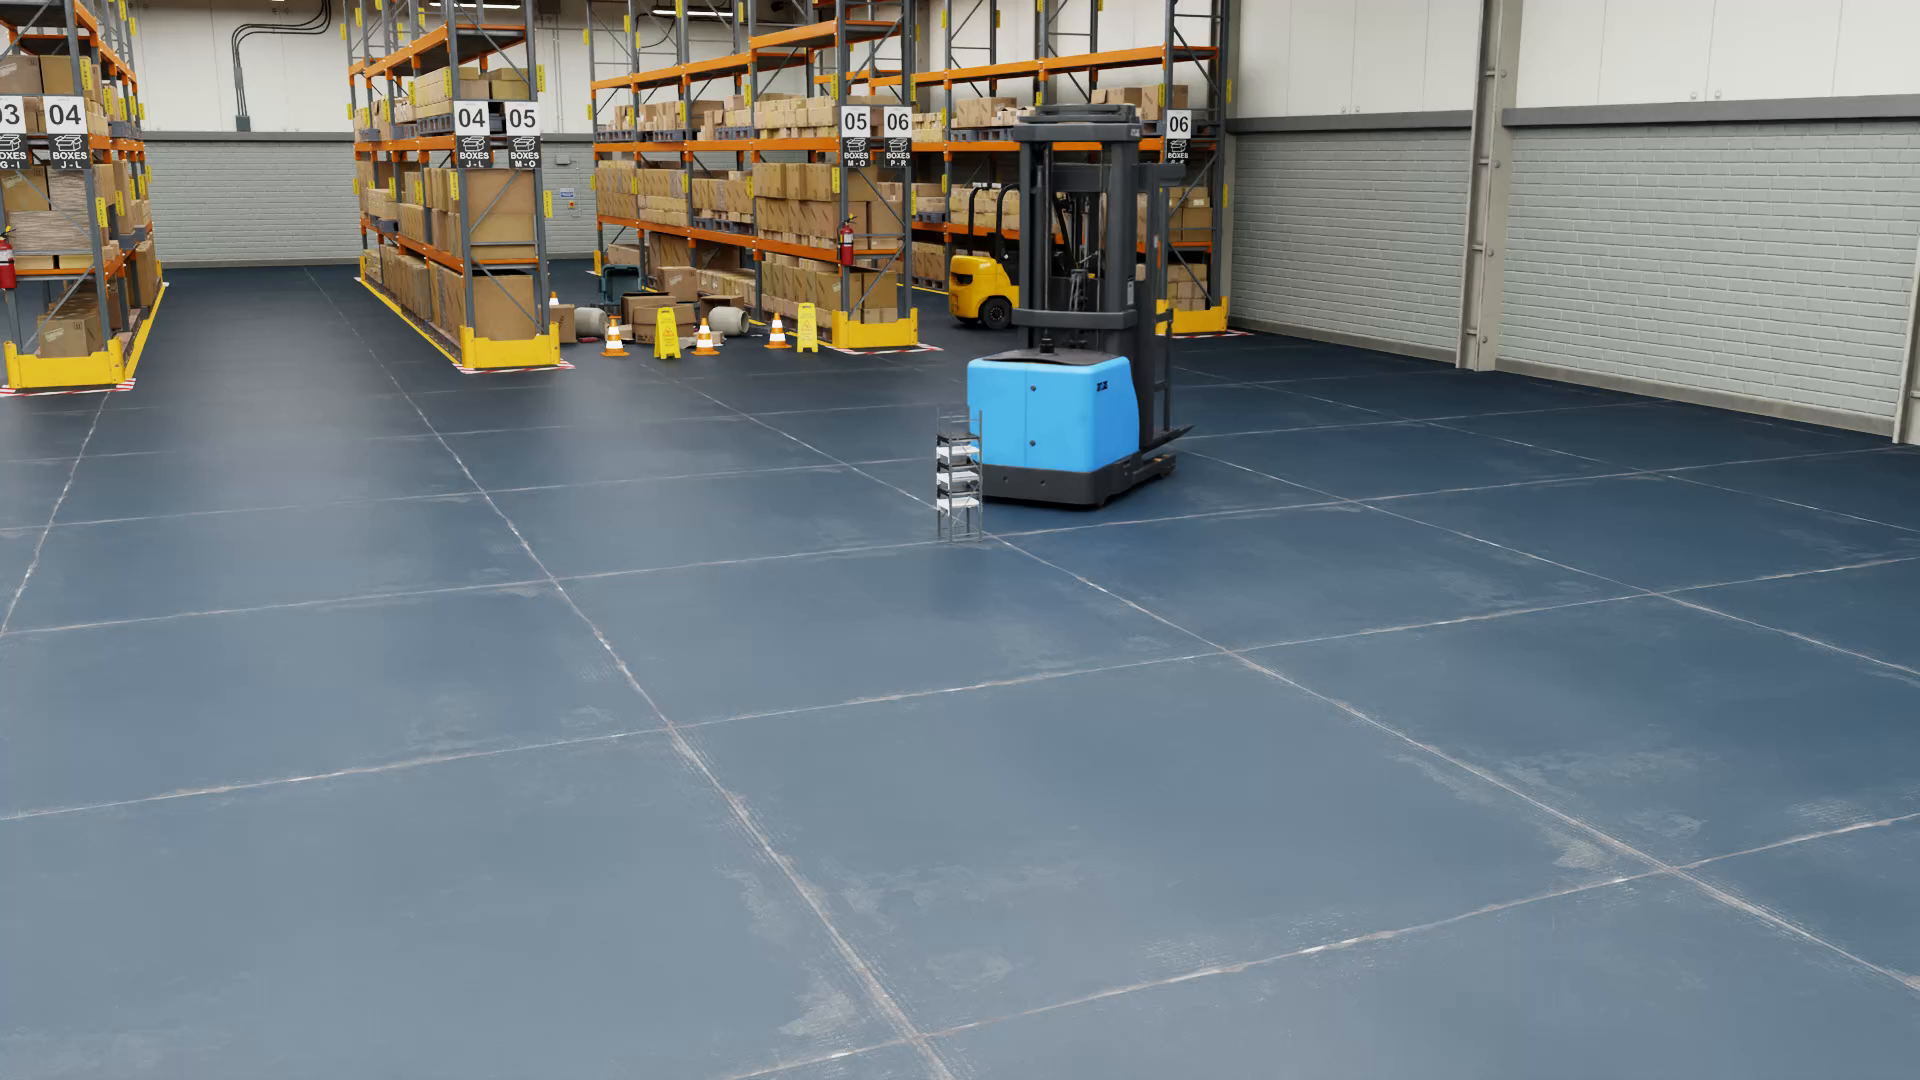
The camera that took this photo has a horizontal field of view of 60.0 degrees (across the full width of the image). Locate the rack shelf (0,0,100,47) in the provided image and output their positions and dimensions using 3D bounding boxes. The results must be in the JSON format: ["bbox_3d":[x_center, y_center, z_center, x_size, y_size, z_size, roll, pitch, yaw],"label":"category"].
[{"bbox_3d":[-11.023,-6.224,19.906,1.077,0.370,4.000,-6,14,-23],"label":"rack shelf"}]

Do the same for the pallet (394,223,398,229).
[{"bbox_3d":[-9.672,-5.631,29.475,1.003,0.211,1.213,-6,14,-23],"label":"pallet"}]

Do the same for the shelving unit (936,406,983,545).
[{"bbox_3d":[-0.003,-0.440,11.276,0.258,0.900,0.210,-6,14,-23],"label":"shelving unit"}]

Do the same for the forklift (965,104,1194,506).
[{"bbox_3d":[1.133,-1.967,13.370,1.130,2.935,3.031,6,14,25],"label":"forklift"}]

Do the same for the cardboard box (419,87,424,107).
[{"bbox_3d":[-7.097,-6.049,22.723,0.500,0.250,0.500,-6,14,-23],"label":"cardboard box"}]

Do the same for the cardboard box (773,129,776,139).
[{"bbox_3d":[-2.590,-6.113,25.036,0.380,0.149,0.250,-6,14,-23],"label":"cardboard box"}]

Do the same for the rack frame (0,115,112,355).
[{"bbox_3d":[-10.222,-3.240,18.715,1.000,3.000,0.127,-6,14,-23],"label":"rack frame"}]

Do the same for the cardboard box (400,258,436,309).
[{"bbox_3d":[-8.327,-4.114,26.551,1.050,0.750,0.750,-5,14,-22],"label":"cardboard box"}]

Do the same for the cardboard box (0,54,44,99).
[{"bbox_3d":[-11.075,-5.436,19.561,0.500,0.500,0.500,-6,14,-23],"label":"cardboard box"}]

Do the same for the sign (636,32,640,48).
[{"bbox_3d":[-7.048,-10.903,36.274,0.100,0.325,0.005,-6,14,-23],"label":"sign"}]

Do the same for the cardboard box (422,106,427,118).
[{"bbox_3d":[-7.101,-5.823,22.628,0.380,0.149,0.250,-6,14,-24],"label":"cardboard box"}]

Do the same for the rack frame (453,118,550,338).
[{"bbox_3d":[-5.637,-3.667,20.561,1.000,3.000,0.127,-6,14,-23],"label":"rack frame"}]

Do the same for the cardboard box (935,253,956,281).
[{"bbox_3d":[-0.167,-5.291,32.193,0.500,0.500,0.500,-5,14,-21],"label":"cardboard box"}]

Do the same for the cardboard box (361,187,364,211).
[{"bbox_3d":[-11.882,-6.940,33.822,0.500,0.500,0.500,-6,14,-23],"label":"cardboard box"}]

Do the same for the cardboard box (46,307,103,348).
[{"bbox_3d":[-10.961,-2.609,20.600,0.500,0.500,0.500,-4,14,-18],"label":"cardboard box"}]

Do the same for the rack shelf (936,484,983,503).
[{"bbox_3d":[-0.003,-0.320,11.303,0.258,0.077,0.200,-6,14,-23],"label":"rack shelf"}]

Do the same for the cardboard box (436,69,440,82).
[{"bbox_3d":[-6.390,-5.845,20.954,0.380,0.149,0.250,-5,14,-22],"label":"cardboard box"}]

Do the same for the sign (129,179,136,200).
[{"bbox_3d":[-12.933,-5.469,25.955,0.100,0.325,0.005,-6,14,-23],"label":"sign"}]

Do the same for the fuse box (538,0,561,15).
[{"bbox_3d":[-10.053,-13.056,40.730,0.513,0.334,0.176,-6,14,-23],"label":"fuse box"}]

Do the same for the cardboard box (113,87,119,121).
[{"bbox_3d":[-12.791,-6.465,24.669,0.500,0.500,0.500,-6,14,-23],"label":"cardboard box"}]

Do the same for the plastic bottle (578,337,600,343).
[{"bbox_3d":[-5.214,-2.818,23.411,0.283,0.061,0.133,-12,18,-42],"label":"plastic bottle"}]

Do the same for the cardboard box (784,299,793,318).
[{"bbox_3d":[-2.316,-3.461,24.840,0.500,0.250,0.500,-6,14,-24],"label":"cardboard box"}]

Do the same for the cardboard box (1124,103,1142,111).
[{"bbox_3d":[2.693,-6.429,24.989,0.396,0.266,0.258,-6,14,-23],"label":"cardboard box"}]

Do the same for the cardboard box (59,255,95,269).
[{"bbox_3d":[-10.118,-3.198,19.091,0.380,0.149,0.250,-6,14,-23],"label":"cardboard box"}]

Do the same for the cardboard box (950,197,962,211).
[{"bbox_3d":[0.131,-6.291,31.124,0.500,0.250,0.500,-6,14,-23],"label":"cardboard box"}]

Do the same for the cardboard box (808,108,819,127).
[{"bbox_3d":[-1.782,-5.855,23.035,0.500,0.250,0.500,-6,14,-24],"label":"cardboard box"}]

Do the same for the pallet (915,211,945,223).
[{"bbox_3d":[-0.136,-6.277,32.264,1.213,0.211,1.003,-6,14,-23],"label":"pallet"}]

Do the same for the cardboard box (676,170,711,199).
[{"bbox_3d":[-4.794,-6.407,29.960,0.500,0.500,0.500,-6,14,-24],"label":"cardboard box"}]

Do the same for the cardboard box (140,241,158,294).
[{"bbox_3d":[-14.755,-4.758,29.056,1.225,0.875,0.875,-6,14,-23],"label":"cardboard box"}]

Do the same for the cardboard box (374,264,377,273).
[{"bbox_3d":[-11.105,-5.252,32.140,0.380,0.149,0.250,-6,14,-25],"label":"cardboard box"}]

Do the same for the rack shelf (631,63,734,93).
[{"bbox_3d":[-5.148,-8.578,30.959,1.077,0.370,4.000,-6,14,-23],"label":"rack shelf"}]

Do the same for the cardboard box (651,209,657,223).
[{"bbox_3d":[-5.615,-6.212,31.891,0.500,0.250,0.500,-6,14,-23],"label":"cardboard box"}]

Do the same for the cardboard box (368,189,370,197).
[{"bbox_3d":[-10.708,-6.395,30.656,0.380,0.149,0.250,-5,14,-20],"label":"cardboard box"}]

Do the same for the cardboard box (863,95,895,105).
[{"bbox_3d":[-1.098,-5.954,22.580,0.380,0.149,0.250,-6,14,-23],"label":"cardboard box"}]

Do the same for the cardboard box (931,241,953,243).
[{"bbox_3d":[-0.360,-5.997,33.804,0.380,0.149,0.250,-6,14,-25],"label":"cardboard box"}]

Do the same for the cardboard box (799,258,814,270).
[{"bbox_3d":[-2.112,-4.000,24.064,0.380,0.149,0.250,-5,14,-21],"label":"cardboard box"}]

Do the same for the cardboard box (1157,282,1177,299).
[{"bbox_3d":[2.923,-3.765,25.042,0.500,0.250,0.500,-6,14,-24],"label":"cardboard box"}]

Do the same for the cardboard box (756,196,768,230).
[{"bbox_3d":[-2.824,-5.039,25.607,0.500,0.500,0.500,-6,14,-23],"label":"cardboard box"}]

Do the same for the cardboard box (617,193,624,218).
[{"bbox_3d":[-6.795,-6.944,34.498,0.500,0.500,0.500,-6,14,-24],"label":"cardboard box"}]

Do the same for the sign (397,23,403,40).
[{"bbox_3d":[-11.530,-10.473,34.242,0.100,0.325,0.005,-6,14,-23],"label":"sign"}]

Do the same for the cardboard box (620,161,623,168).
[{"bbox_3d":[-6.818,-7.771,34.414,0.380,0.149,0.250,-6,14,-24],"label":"cardboard box"}]

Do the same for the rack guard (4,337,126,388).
[{"bbox_3d":[-10.253,-2.038,19.065,1.175,0.500,0.348,-6,14,-23],"label":"rack guard"}]

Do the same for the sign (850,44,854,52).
[{"bbox_3d":[-2.488,-11.390,38.205,0.100,0.325,0.005,-6,14,-23],"label":"sign"}]

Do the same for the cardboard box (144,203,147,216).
[{"bbox_3d":[-15.385,-6.121,30.839,0.500,0.250,0.500,-5,14,-22],"label":"cardboard box"}]

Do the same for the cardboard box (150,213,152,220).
[{"bbox_3d":[-16.187,-6.379,32.837,0.380,0.149,0.250,-5,14,-22],"label":"cardboard box"}]

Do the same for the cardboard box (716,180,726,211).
[{"bbox_3d":[-3.751,-5.752,27.757,0.500,0.500,0.500,-6,14,-25],"label":"cardboard box"}]

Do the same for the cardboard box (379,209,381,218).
[{"bbox_3d":[-9.868,-5.674,28.860,0.380,0.149,0.250,-6,14,-25],"label":"cardboard box"}]

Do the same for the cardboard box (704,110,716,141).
[{"bbox_3d":[-3.976,-7.101,28.525,0.700,0.500,0.500,-6,14,-23],"label":"cardboard box"}]

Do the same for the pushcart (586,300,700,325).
[{"bbox_3d":[-4.814,-3.467,25.515,1.648,0.377,0.936,-12,18,-42],"label":"pushcart"}]

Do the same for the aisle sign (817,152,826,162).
[{"bbox_3d":[-3.301,-9.144,38.459,0.394,0.787,0.004,-6,14,-23],"label":"aisle sign"}]

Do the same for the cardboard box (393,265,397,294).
[{"bbox_3d":[-9.550,-4.526,28.887,0.500,0.500,0.500,-5,14,-21],"label":"cardboard box"}]

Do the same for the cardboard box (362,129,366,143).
[{"bbox_3d":[-11.281,-7.820,32.188,0.500,0.250,0.500,-6,14,-24],"label":"cardboard box"}]

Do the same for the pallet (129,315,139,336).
[{"bbox_3d":[-12.630,-3.121,24.386,1.003,0.211,1.213,-6,14,-23],"label":"pallet"}]
